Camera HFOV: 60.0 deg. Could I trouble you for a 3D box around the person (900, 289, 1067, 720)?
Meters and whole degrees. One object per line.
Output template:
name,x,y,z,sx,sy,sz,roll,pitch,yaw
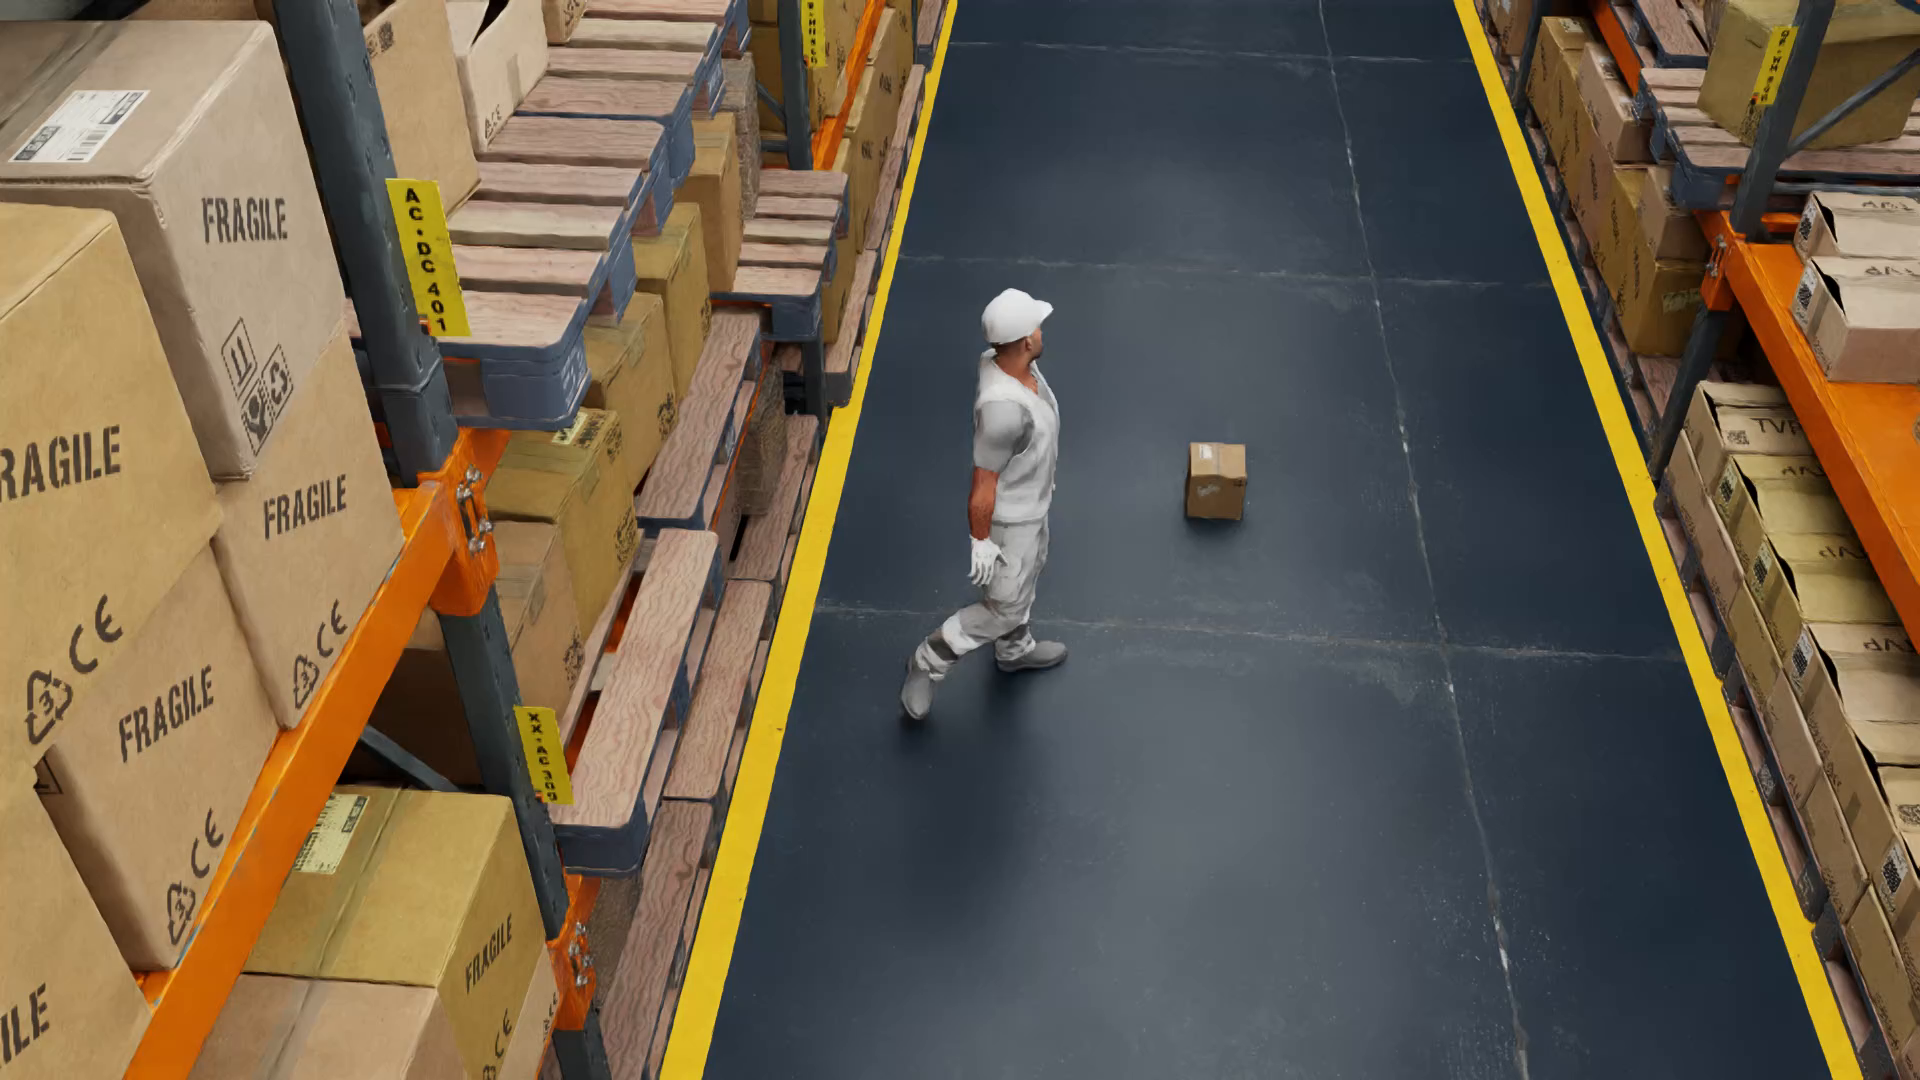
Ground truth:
person,0.112,-0.104,6.265,0.625,1.787,0.737,5,40,6
